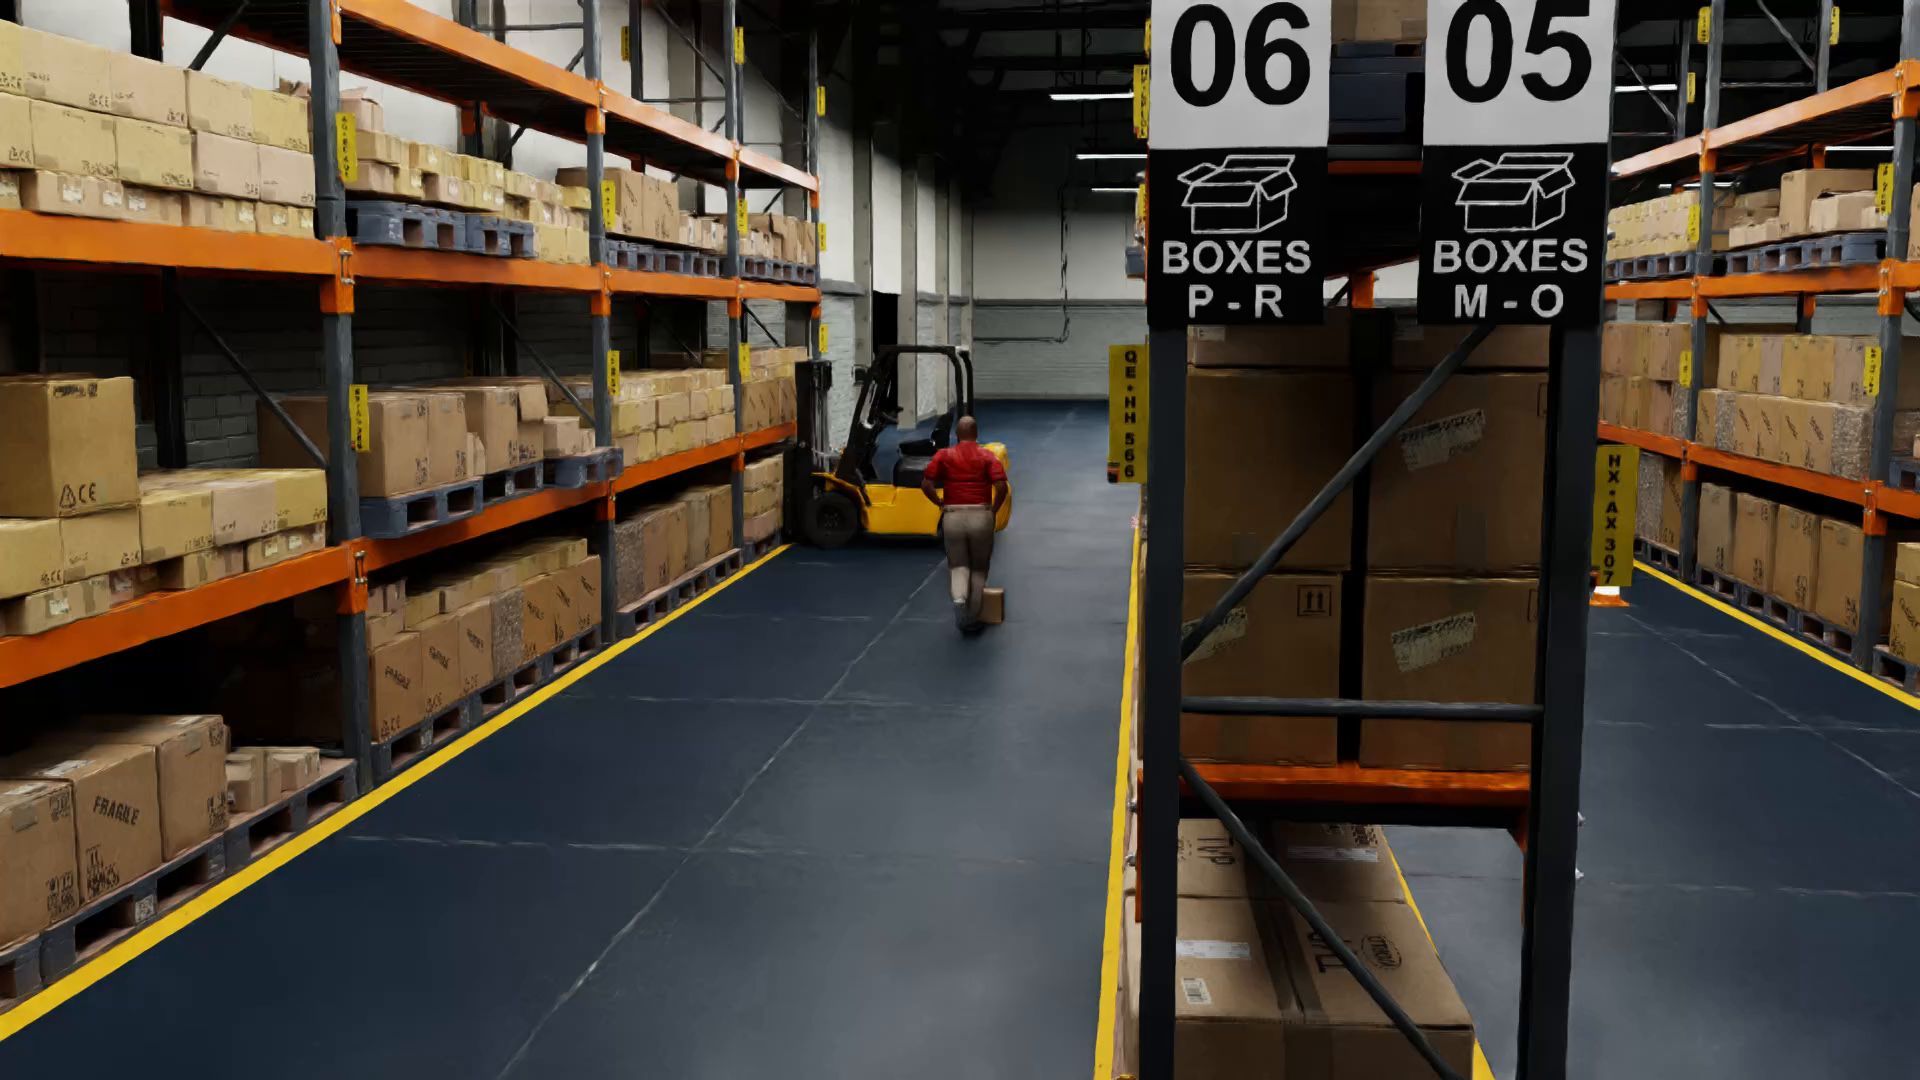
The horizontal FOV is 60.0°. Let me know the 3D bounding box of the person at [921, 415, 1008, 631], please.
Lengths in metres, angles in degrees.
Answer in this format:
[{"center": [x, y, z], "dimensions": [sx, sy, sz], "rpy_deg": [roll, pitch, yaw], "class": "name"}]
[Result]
[{"center": [0.046, -0.118, 12.850], "dimensions": [0.678, 1.693, 0.660], "rpy_deg": [1, 8, 9], "class": "person"}]
